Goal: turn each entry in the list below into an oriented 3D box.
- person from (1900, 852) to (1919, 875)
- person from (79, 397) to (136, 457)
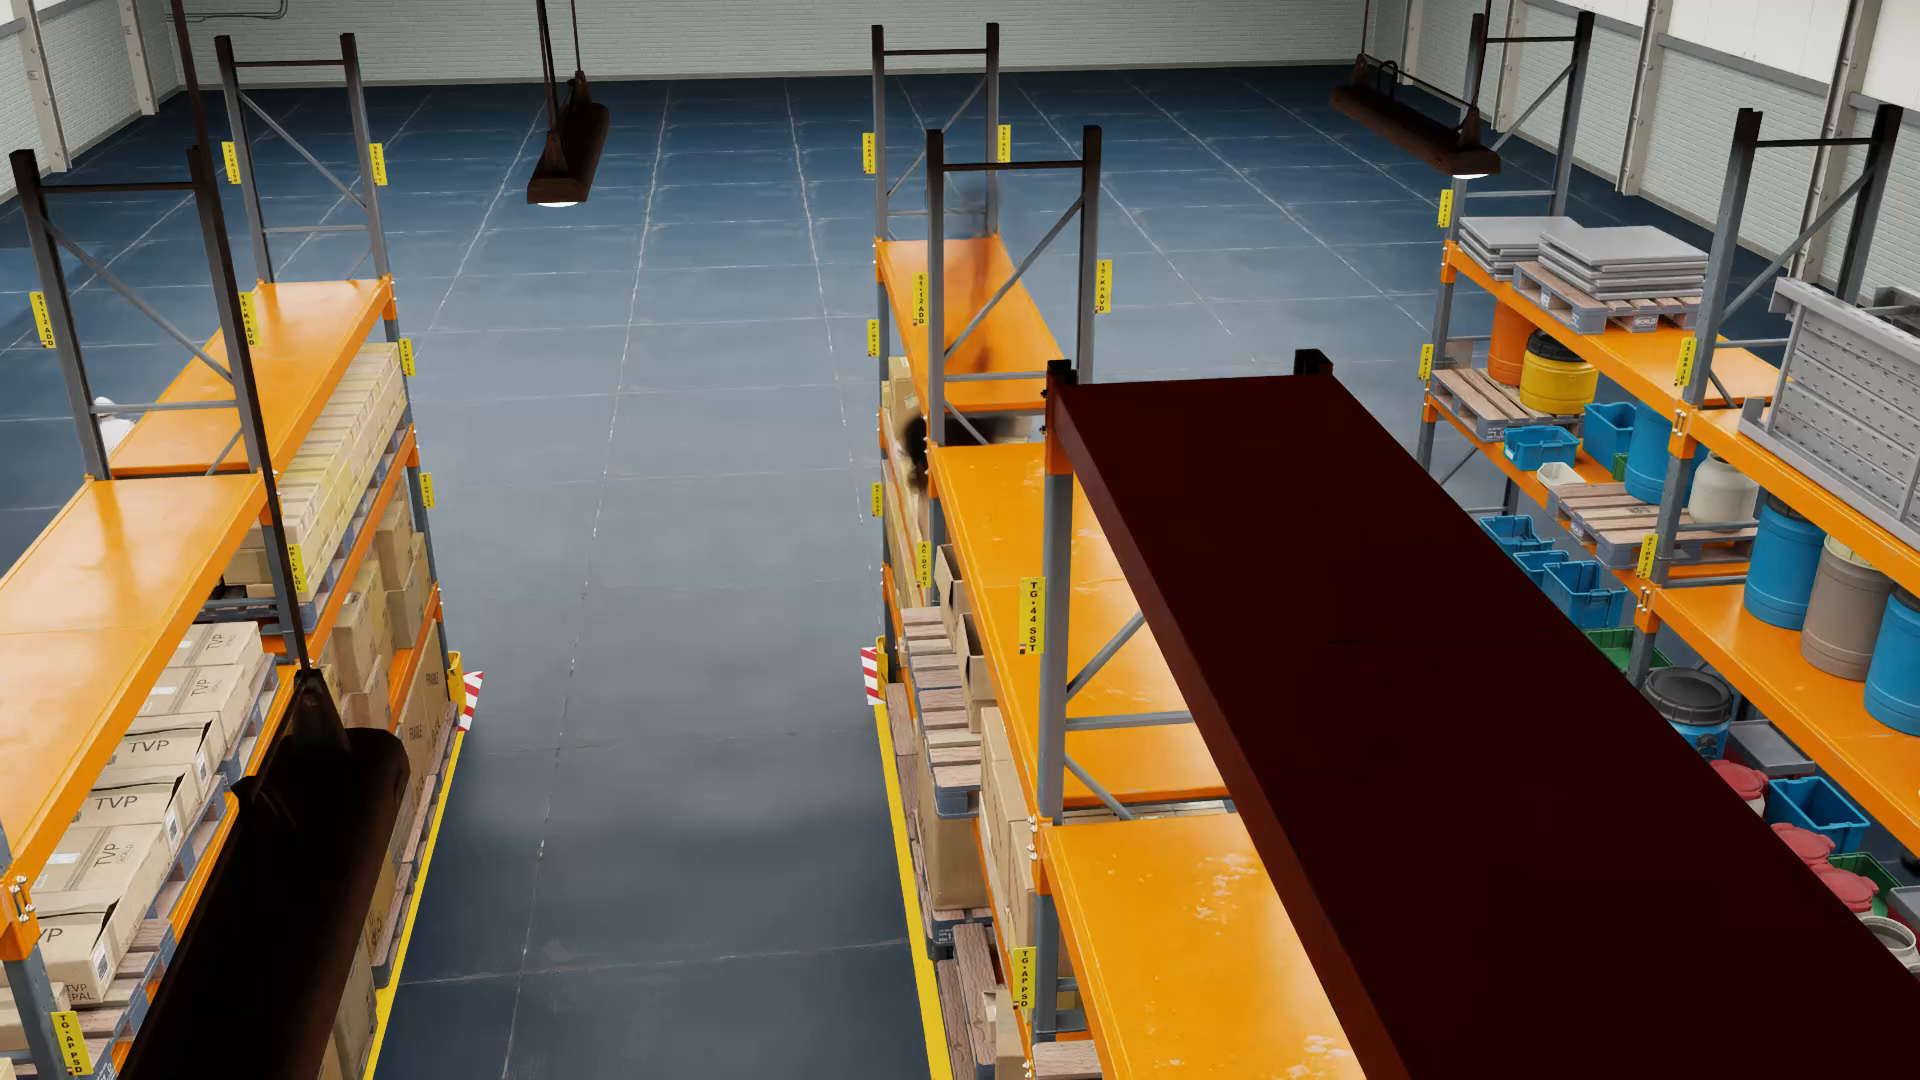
[{"bbox_3d":[7.632,1.916,12.542,0.669,1.681,0.760,-10,27,-19],"label":"person"},{"bbox_3d":[-8.988,-0.621,17.914,0.702,1.734,1.041,-20,32,-36],"label":"person"}]
